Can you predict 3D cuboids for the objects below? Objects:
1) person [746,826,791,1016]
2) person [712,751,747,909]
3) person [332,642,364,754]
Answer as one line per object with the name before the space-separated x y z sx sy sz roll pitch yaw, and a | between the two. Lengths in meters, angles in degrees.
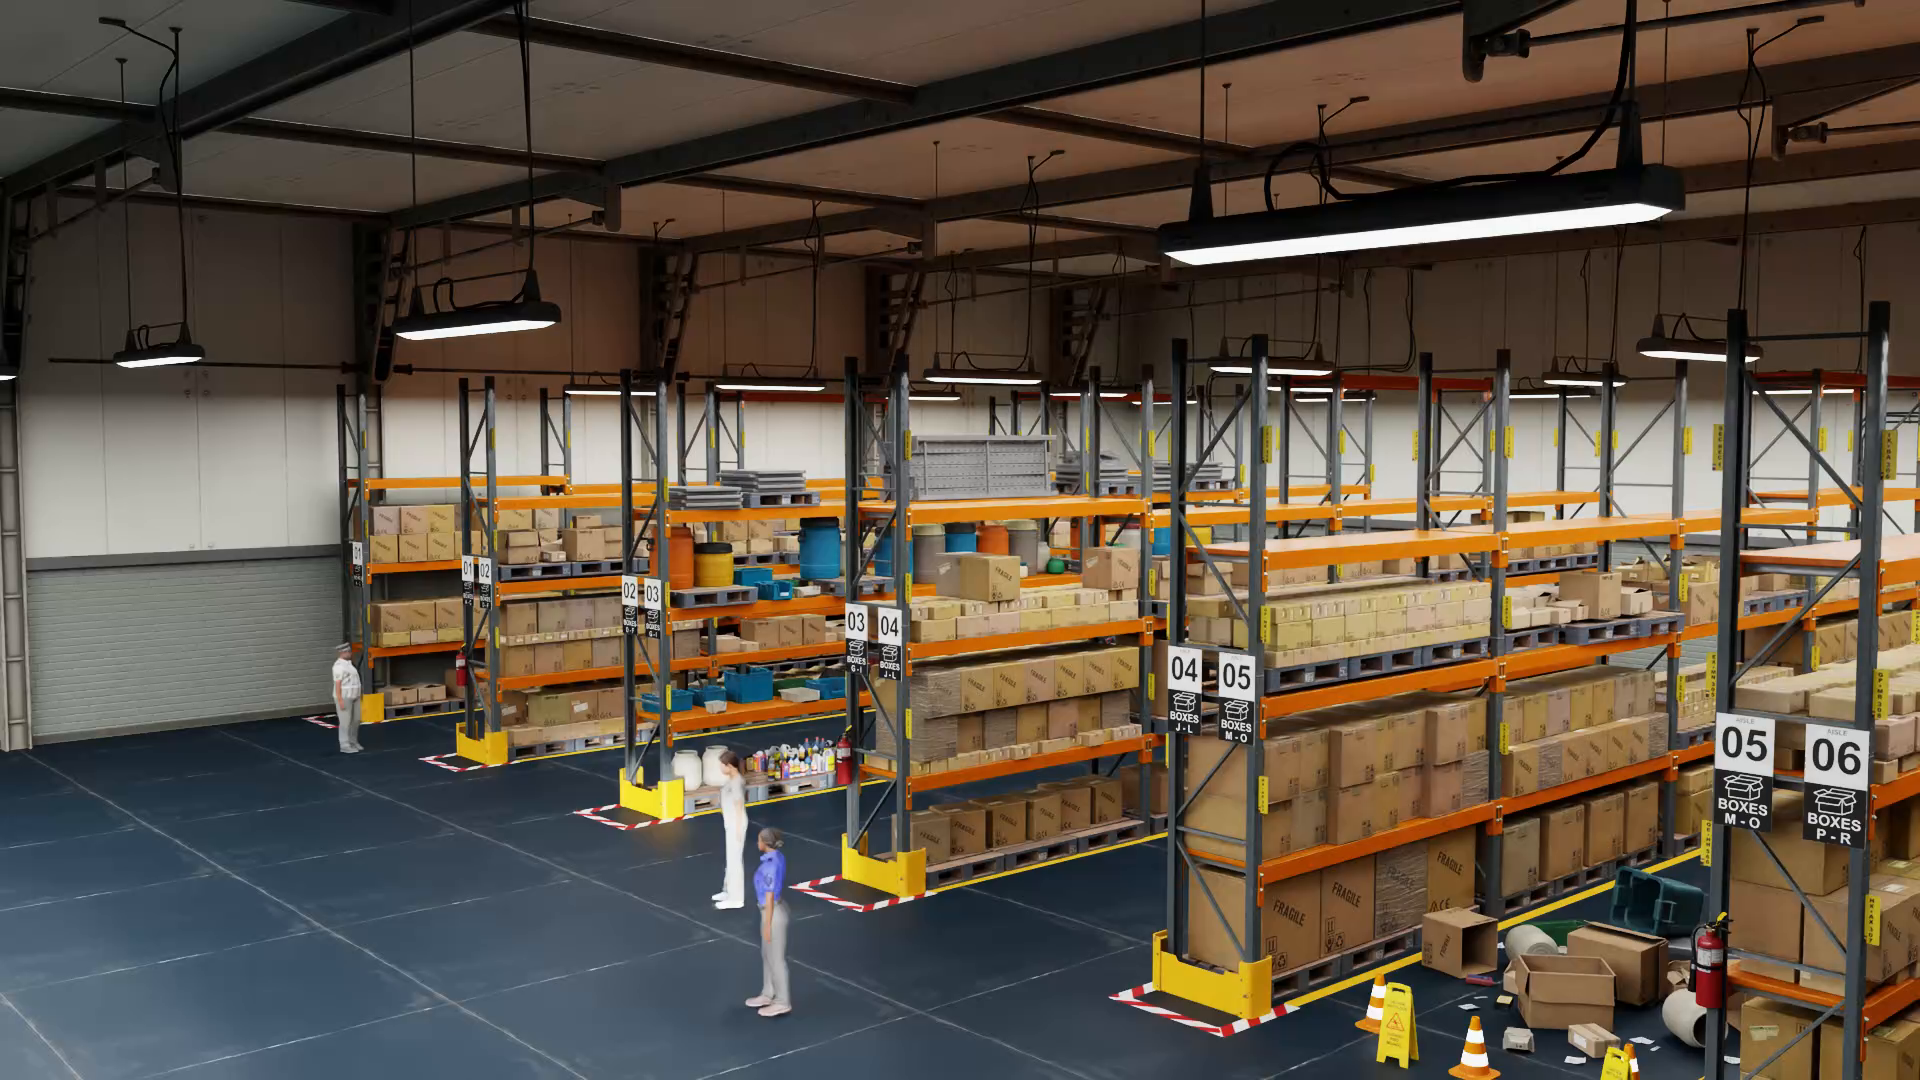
person | -1.712 3.368 14.735 0.433 1.660 0.463 0 4 1
person | -2.505 3.133 18.123 0.402 1.673 0.535 -1 4 -8
person | -9.847 2.546 26.782 0.440 1.814 0.621 1 4 13
